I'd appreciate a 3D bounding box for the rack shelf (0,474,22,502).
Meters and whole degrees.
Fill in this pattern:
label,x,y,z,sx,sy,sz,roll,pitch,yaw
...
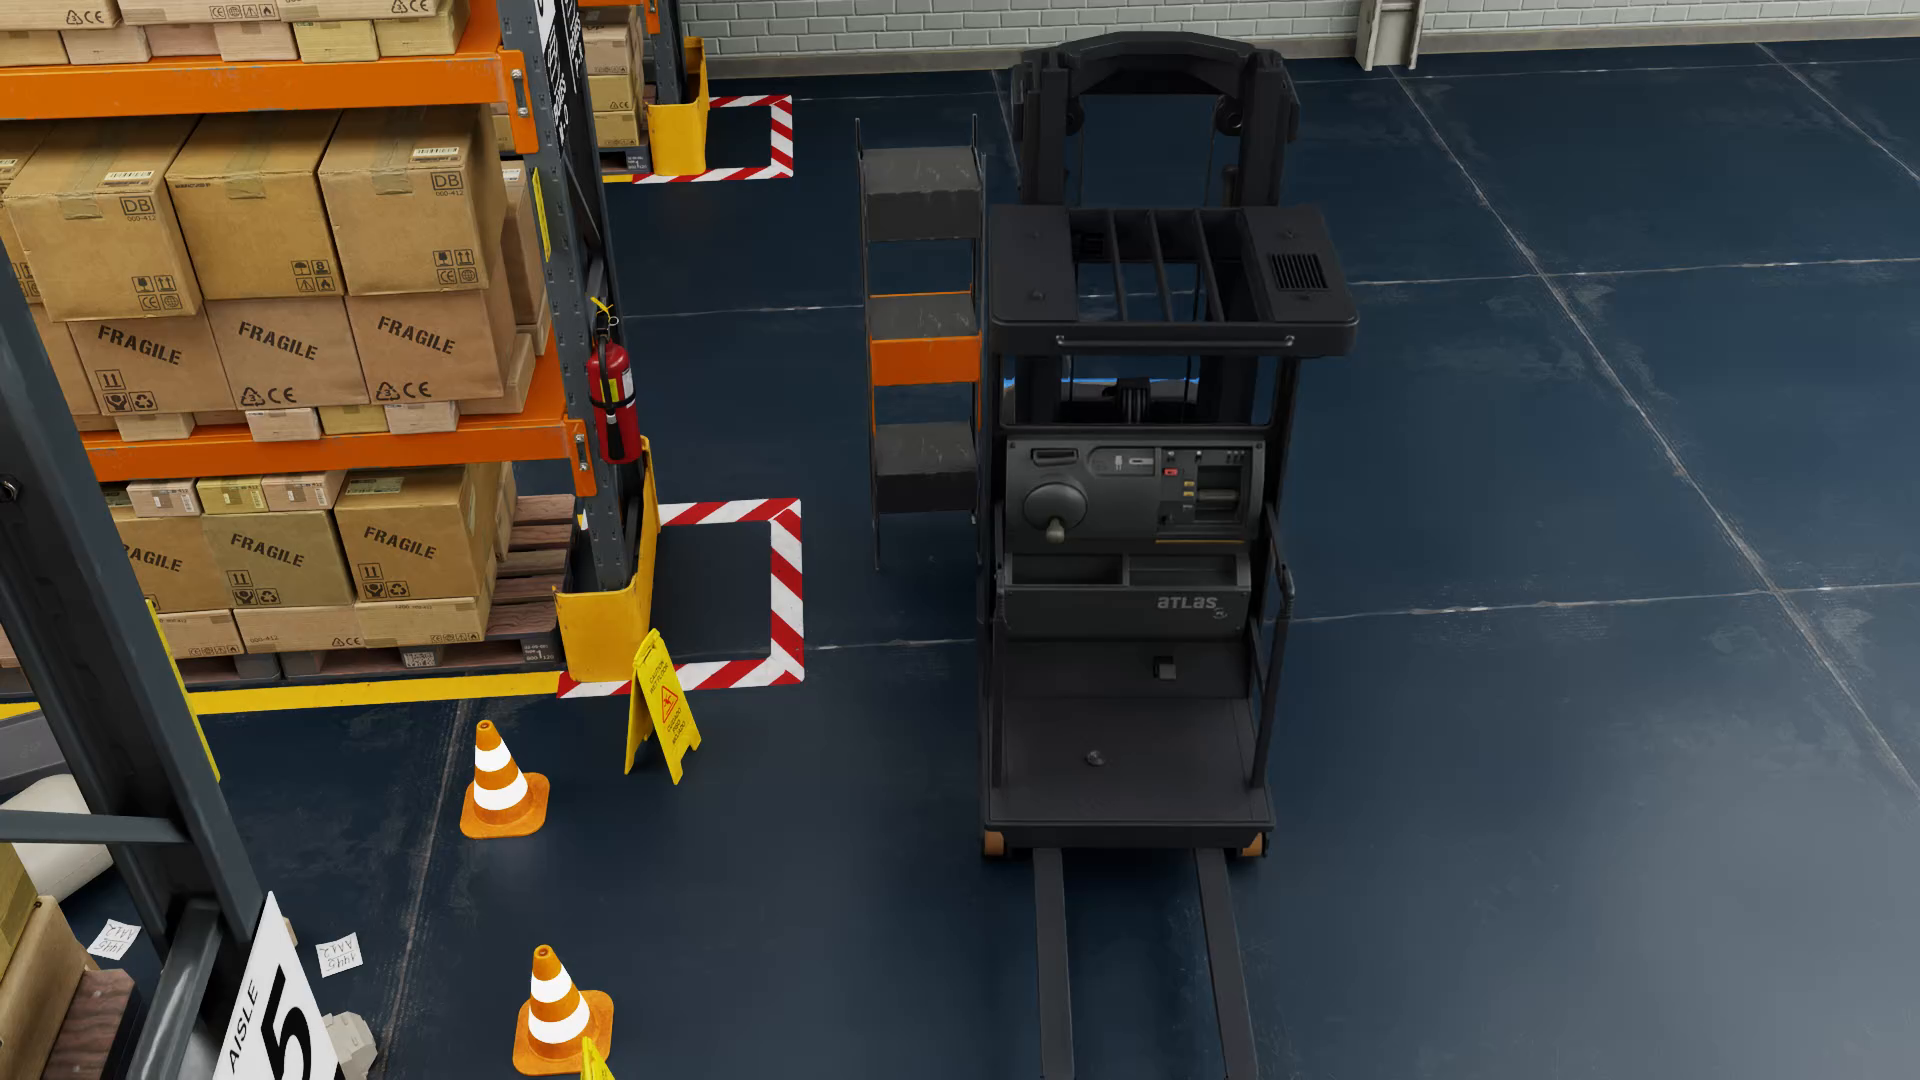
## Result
label,x,y,z,sx,sy,sz,roll,pitch,yaw
rack shelf,-2.972,0.320,1.305,4.000,0.370,1.077,-3,38,-4

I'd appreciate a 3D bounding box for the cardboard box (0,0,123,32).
label,x,y,z,sx,sy,sz,roll,pitch,yaw
cardboard box,-3.022,-1.905,5.524,0.500,0.250,0.500,-2,38,-3

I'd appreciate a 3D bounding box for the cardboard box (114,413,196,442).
label,x,y,z,sx,sy,sz,roll,pitch,yaw
cardboard box,-3.141,-0.558,6.560,0.250,0.149,0.380,-4,38,-4

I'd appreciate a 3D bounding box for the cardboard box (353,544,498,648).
label,x,y,z,sx,sy,sz,roll,pitch,yaw
cardboard box,-2.324,0.204,7.273,0.500,0.250,0.500,-3,38,-4

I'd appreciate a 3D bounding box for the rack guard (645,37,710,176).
label,x,y,z,sx,sy,sz,roll,pitch,yaw
rack guard,-1.939,-3.005,11.477,0.348,0.500,1.175,-3,38,-4

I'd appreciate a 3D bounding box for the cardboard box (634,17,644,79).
label,x,y,z,sx,sy,sz,roll,pitch,yaw
cardboard box,-2.449,-3.369,11.397,0.500,0.250,0.500,-2,38,-3

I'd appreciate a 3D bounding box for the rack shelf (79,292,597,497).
label,x,y,z,sx,sy,sz,roll,pitch,yaw
rack shelf,-3.511,-0.530,6.903,4.000,0.370,1.077,-3,38,-4

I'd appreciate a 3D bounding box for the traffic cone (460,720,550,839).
label,x,y,z,sx,sy,sz,roll,pitch,yaw
traffic cone,-1.833,0.893,6.567,0.334,0.463,0.336,-3,38,-4

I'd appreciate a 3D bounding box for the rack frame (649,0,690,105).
label,x,y,z,sx,sy,sz,roll,pitch,yaw
rack frame,-1.963,-3.985,10.701,0.127,3.000,1.000,-3,38,-4

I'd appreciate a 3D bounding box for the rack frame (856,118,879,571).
label,x,y,z,sx,sy,sz,roll,pitch,yaw
rack frame,-0.408,-0.802,7.393,0.015,2.100,0.400,-3,38,-4

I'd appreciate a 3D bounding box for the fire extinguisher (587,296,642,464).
label,x,y,z,sx,sy,sz,roll,pitch,yaw
fire extinguisher,-1.364,-0.614,6.491,0.183,0.674,0.296,-3,38,-4

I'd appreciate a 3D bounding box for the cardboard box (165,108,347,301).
label,x,y,z,sx,sy,sz,roll,pitch,yaw
cardboard box,-2.513,-1.285,6.151,0.500,0.500,0.700,-3,38,-4

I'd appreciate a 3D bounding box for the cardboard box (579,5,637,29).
label,x,y,z,sx,sy,sz,roll,pitch,yaw
cardboard box,-2.458,-3.553,11.227,0.500,0.250,0.500,-4,38,-5

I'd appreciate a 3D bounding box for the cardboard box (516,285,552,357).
label,x,y,z,sx,sy,sz,roll,pitch,yaw
cardboard box,-1.876,-0.933,7.035,0.250,0.149,0.380,-3,38,-4

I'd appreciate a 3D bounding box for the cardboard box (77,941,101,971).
label,x,y,z,sx,sy,sz,roll,pitch,yaw
cardboard box,-3.044,1.716,5.491,0.797,0.503,0.637,32,48,34

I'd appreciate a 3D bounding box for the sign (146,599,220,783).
label,x,y,z,sx,sy,sz,roll,pitch,yaw
sign,-1.023,0.232,2.166,0.005,0.325,0.100,-3,38,-4

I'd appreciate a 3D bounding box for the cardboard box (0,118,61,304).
label,x,y,z,sx,sy,sz,roll,pitch,yaw
cardboard box,-3.521,-1.252,6.109,0.500,0.500,0.700,-3,38,-4

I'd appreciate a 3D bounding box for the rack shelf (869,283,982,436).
label,x,y,z,sx,sy,sz,roll,pitch,yaw
rack shelf,-0.165,-0.805,7.419,0.480,0.518,0.431,-3,38,-4

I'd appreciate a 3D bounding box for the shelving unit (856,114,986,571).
label,x,y,z,sx,sy,sz,roll,pitch,yaw
shelving unit,-0.165,-0.815,7.410,0.503,2.100,0.431,-3,38,-4

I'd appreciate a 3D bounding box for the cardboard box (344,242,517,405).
label,x,y,z,sx,sy,sz,roll,pitch,yaw
cardboard box,-2.035,-0.879,6.443,0.500,0.500,0.500,-4,38,-5

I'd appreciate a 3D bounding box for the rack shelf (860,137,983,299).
label,x,y,z,sx,sy,sz,roll,pitch,yaw
rack shelf,-0.165,-1.354,6.985,0.480,0.518,0.431,-3,38,-4

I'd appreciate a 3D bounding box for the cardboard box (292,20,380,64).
label,x,y,z,sx,sy,sz,roll,pitch,yaw
cardboard box,-2.095,-1.775,5.682,0.250,0.149,0.380,-3,38,-4

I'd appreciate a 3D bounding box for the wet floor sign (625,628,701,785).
label,x,y,z,sx,sy,sz,roll,pitch,yaw
wet floor sign,-1.235,0.652,6.725,0.232,0.644,0.267,9,39,12

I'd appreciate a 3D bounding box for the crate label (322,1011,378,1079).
label,x,y,z,sx,sy,sz,roll,pitch,yaw
crate label,-2.174,1.769,5.720,0.298,0.136,0.250,-24,44,-27

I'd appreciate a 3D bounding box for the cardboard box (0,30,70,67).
label,x,y,z,sx,sy,sz,roll,pitch,yaw
cardboard box,-3.128,-1.756,5.657,0.250,0.149,0.380,-4,38,-5

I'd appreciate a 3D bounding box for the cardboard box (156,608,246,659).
label,x,y,z,sx,sy,sz,roll,pitch,yaw
cardboard box,-3.338,0.258,7.204,0.500,0.250,0.500,-4,38,-6

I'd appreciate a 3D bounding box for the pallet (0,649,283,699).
label,x,y,z,sx,sy,sz,roll,pitch,yaw
pallet,-3.620,0.264,7.567,1.213,0.211,1.003,-3,38,-4

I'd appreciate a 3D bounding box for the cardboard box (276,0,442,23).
label,x,y,z,sx,sy,sz,roll,pitch,yaw
cardboard box,-2.005,-1.964,5.598,0.500,0.250,0.500,-4,38,-5

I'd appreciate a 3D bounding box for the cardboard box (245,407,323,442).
label,x,y,z,sx,sy,sz,roll,pitch,yaw
cardboard box,-2.626,-0.555,6.557,0.250,0.149,0.380,-3,38,-3

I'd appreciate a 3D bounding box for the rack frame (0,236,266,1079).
label,x,y,z,sx,sy,sz,roll,pitch,yaw
rack frame,-0.980,-0.229,1.097,0.127,3.000,1.000,-3,38,-4

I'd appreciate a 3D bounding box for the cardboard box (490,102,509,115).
label,x,y,z,sx,sy,sz,roll,pitch,yaw
cardboard box,-2.920,-3.026,10.963,0.500,0.250,0.500,-3,38,-4

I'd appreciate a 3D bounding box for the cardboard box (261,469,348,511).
label,x,y,z,sx,sy,sz,roll,pitch,yaw
cardboard box,-2.654,-0.290,6.770,0.250,0.149,0.380,-2,38,-3

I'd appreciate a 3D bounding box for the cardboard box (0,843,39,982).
label,x,y,z,sx,sy,sz,roll,pitch,yaw
cardboard box,-1.483,0.555,1.987,0.500,0.250,0.500,-3,38,-4

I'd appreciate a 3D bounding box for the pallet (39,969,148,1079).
label,x,y,z,sx,sy,sz,roll,pitch,yaw
pallet,-1.718,1.031,1.994,1.213,0.211,1.003,-3,38,-4

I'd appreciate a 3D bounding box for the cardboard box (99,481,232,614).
label,x,y,z,sx,sy,sz,roll,pitch,yaw
cardboard box,-3.317,-0.043,6.981,0.500,0.500,0.500,-4,38,-5

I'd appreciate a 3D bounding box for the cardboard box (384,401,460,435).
label,x,y,z,sx,sy,sz,roll,pitch,yaw
cardboard box,-2.115,-0.589,6.600,0.250,0.149,0.380,-4,38,-5

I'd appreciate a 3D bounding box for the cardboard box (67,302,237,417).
label,x,y,z,sx,sy,sz,roll,pitch,yaw
cardboard box,-3.033,-0.829,6.380,0.500,0.500,0.500,-3,38,-4

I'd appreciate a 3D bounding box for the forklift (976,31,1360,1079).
label,x,y,z,sx,sy,sz,roll,pitch,yaw
forklift,0.633,-0.109,5.844,1.130,2.935,3.031,0,38,0

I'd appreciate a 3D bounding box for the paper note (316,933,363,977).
label,x,y,z,sx,sy,sz,roll,pitch,yaw
paper note,-2.284,1.523,6.117,0.142,0.019,0.148,-16,41,-19

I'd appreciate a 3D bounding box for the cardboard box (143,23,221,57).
label,x,y,z,sx,sy,sz,roll,pitch,yaw
cardboard box,-2.621,-1.809,5.724,0.250,0.149,0.380,-3,38,-4

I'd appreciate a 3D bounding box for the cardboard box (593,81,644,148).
label,x,y,z,sx,sy,sz,roll,pitch,yaw
cardboard box,-2.403,-2.849,11.142,0.500,0.250,0.500,-3,38,-4

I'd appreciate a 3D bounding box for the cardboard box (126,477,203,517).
label,x,y,z,sx,sy,sz,roll,pitch,yaw
cardboard box,-3.167,-0.265,6.738,0.250,0.149,0.380,-2,38,-2

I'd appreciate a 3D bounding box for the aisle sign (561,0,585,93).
label,x,y,z,sx,sy,sz,roll,pitch,yaw
aisle sign,-1.485,-2.138,6.261,0.004,0.787,0.394,-3,38,-4

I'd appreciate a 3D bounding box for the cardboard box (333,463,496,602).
label,x,y,z,sx,sy,sz,roll,pitch,yaw
cardboard box,-2.294,-0.097,7.049,0.500,0.500,0.500,-3,38,-4
